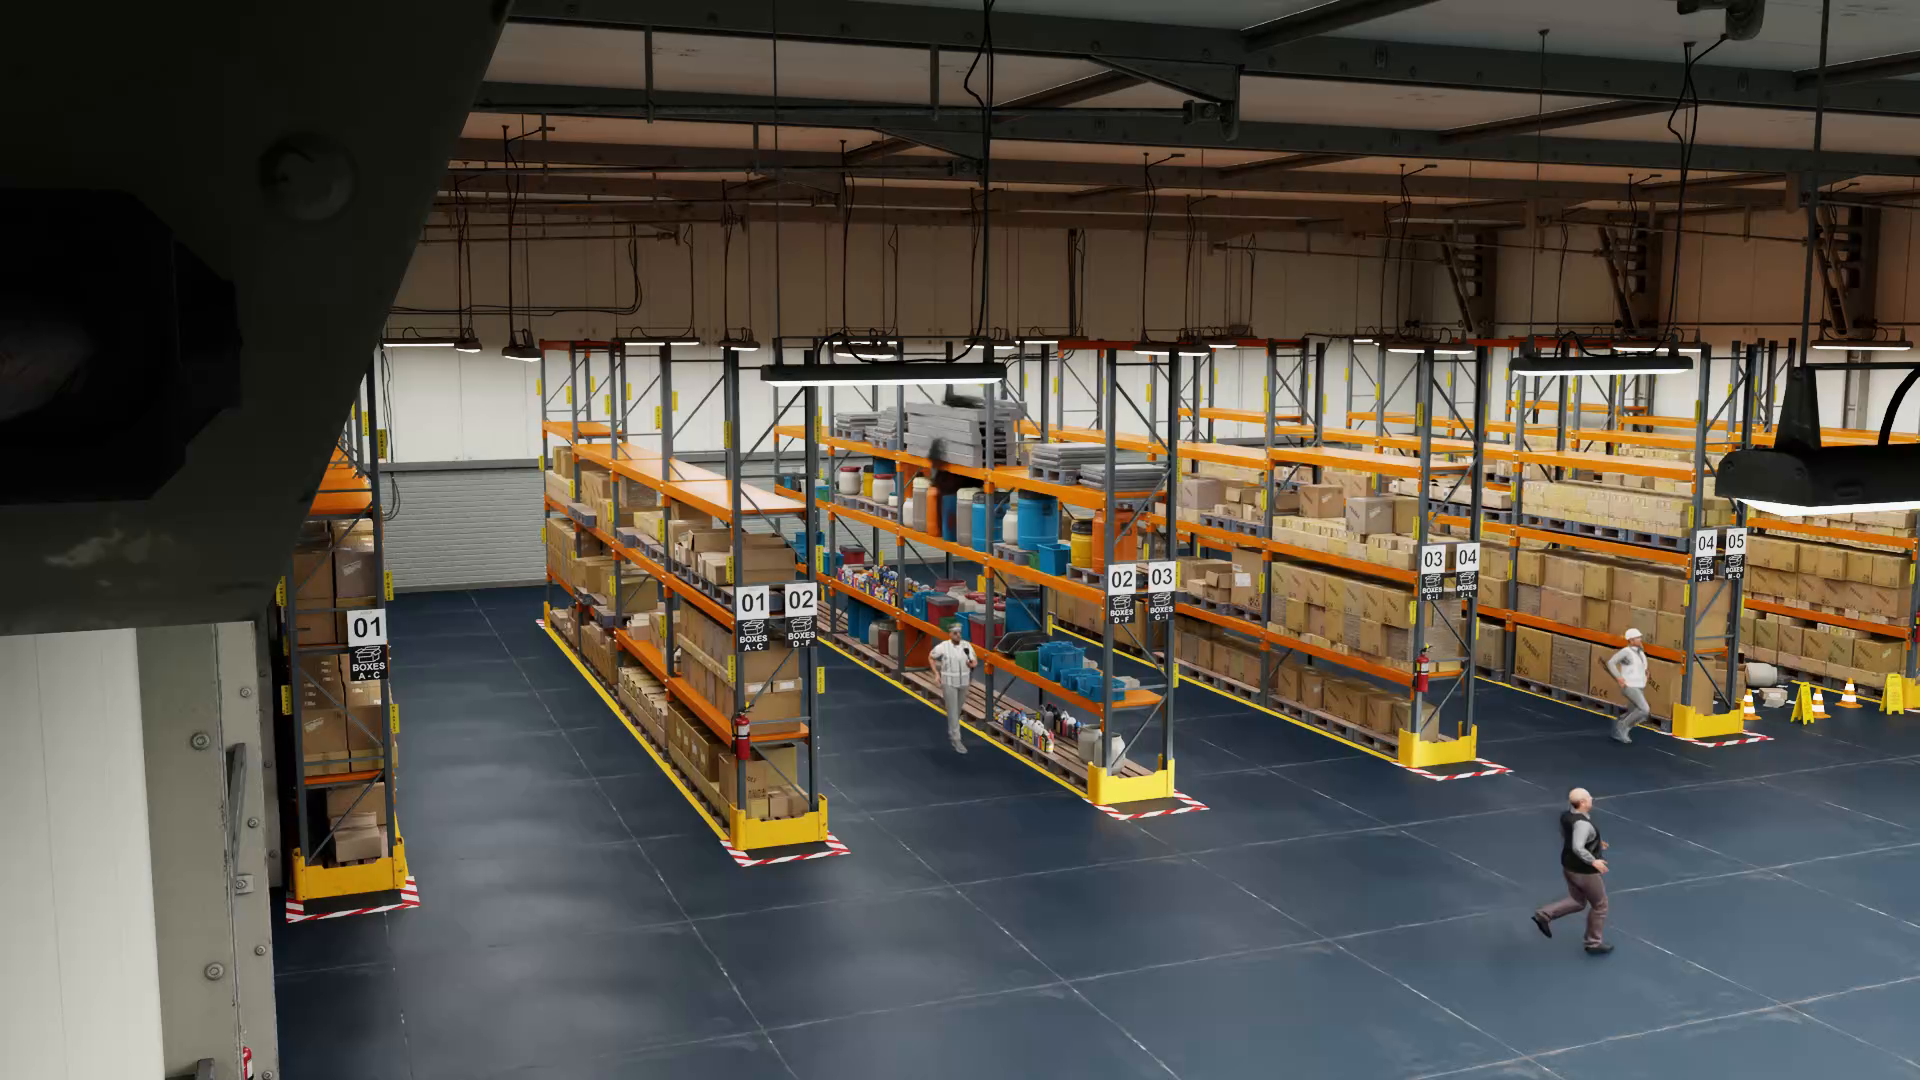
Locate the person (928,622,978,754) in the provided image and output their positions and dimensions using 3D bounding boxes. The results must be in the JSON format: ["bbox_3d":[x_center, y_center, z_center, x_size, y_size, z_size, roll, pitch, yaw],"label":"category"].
[{"bbox_3d":[-0.054,2.067,23.708,0.656,1.812,0.895,-3,8,-25],"label":"person"}]

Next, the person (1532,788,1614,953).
[{"bbox_3d":[6.229,3.328,16.761,0.803,1.687,0.668,0,7,-1],"label":"person"}]

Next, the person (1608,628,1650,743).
[{"bbox_3d":[10.199,2.208,25.162,0.618,1.729,0.640,7,10,44],"label":"person"}]

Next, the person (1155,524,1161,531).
[{"bbox_3d":[4.475,0.444,38.617,0.693,1.772,0.935,-2,8,-15],"label":"person"}]
